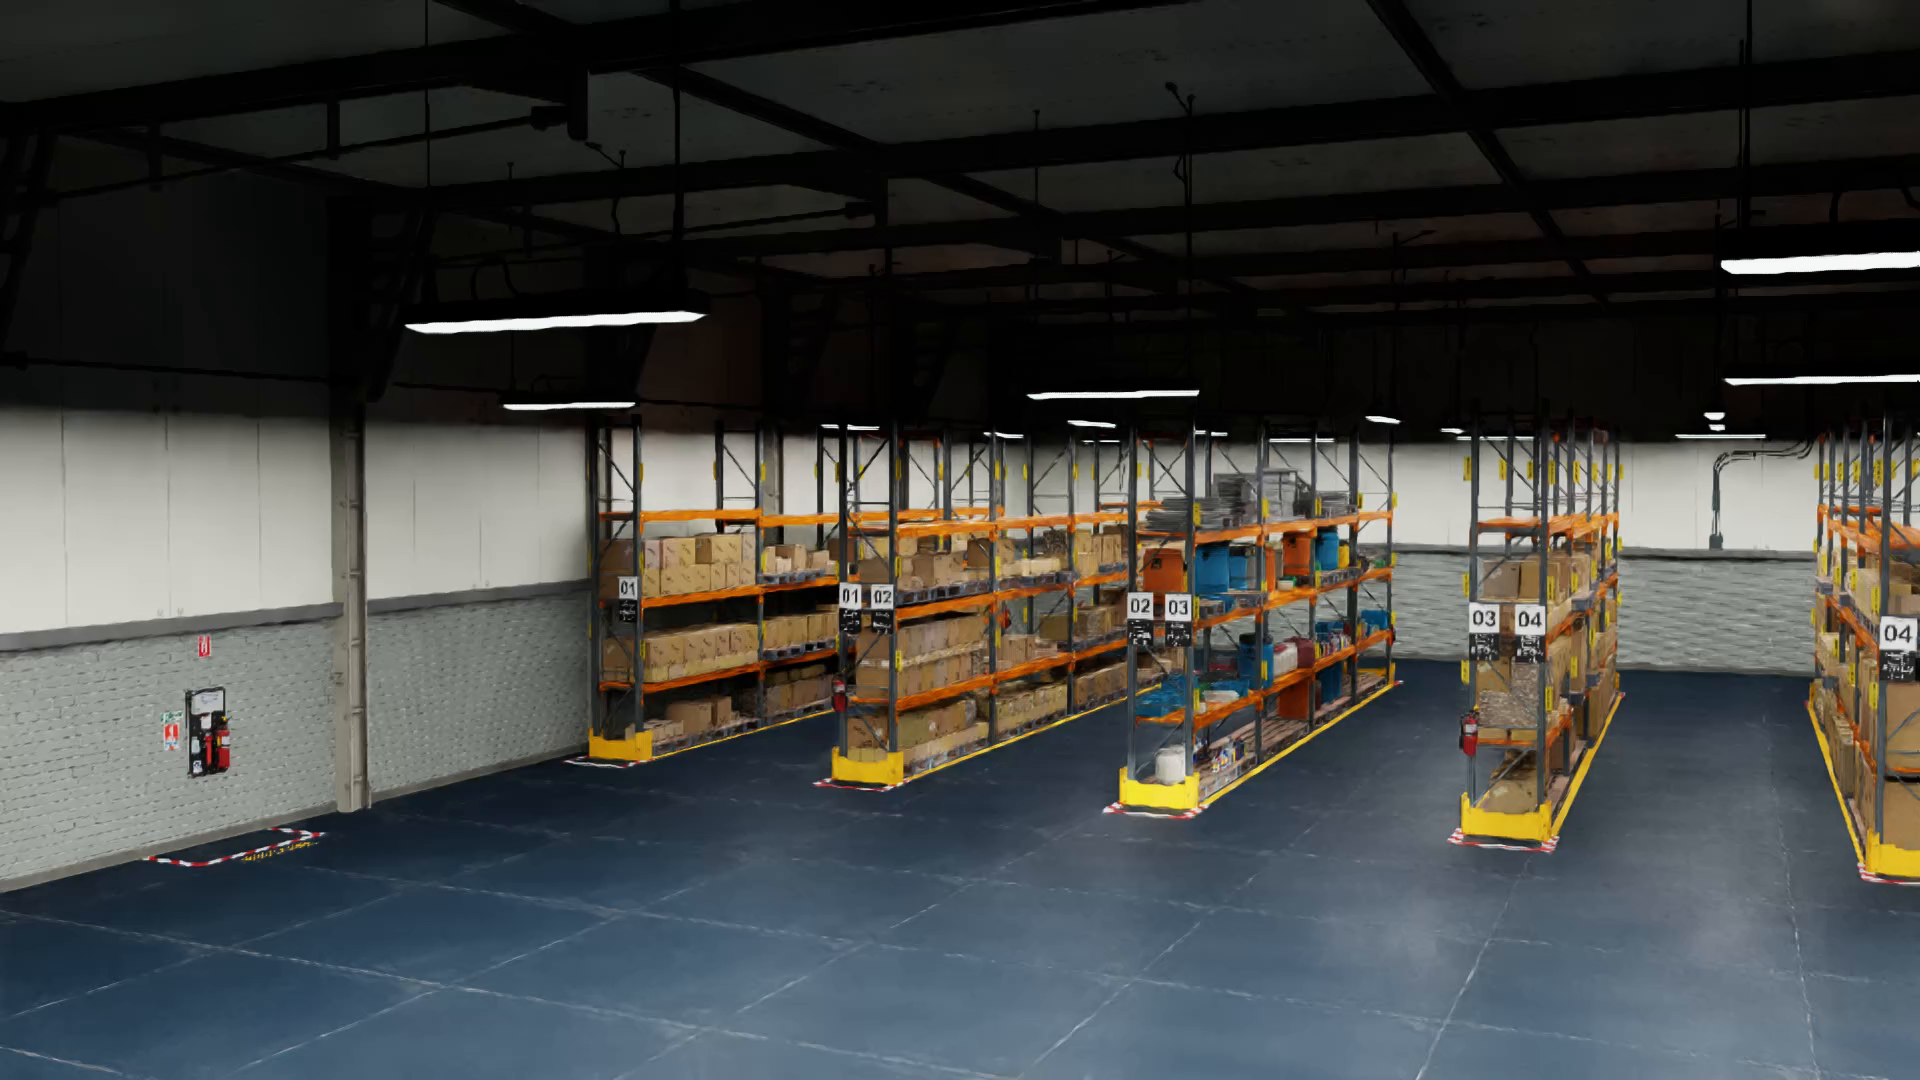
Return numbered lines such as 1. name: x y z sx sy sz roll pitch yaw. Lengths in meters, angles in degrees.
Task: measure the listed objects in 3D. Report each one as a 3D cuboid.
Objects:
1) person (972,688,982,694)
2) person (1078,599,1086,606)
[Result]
1. person: 0.287 2.764 34.566 0.447 1.588 1.095 1 3 27
2. person: 3.127 2.385 44.488 0.592 1.591 0.447 -1 3 -26
